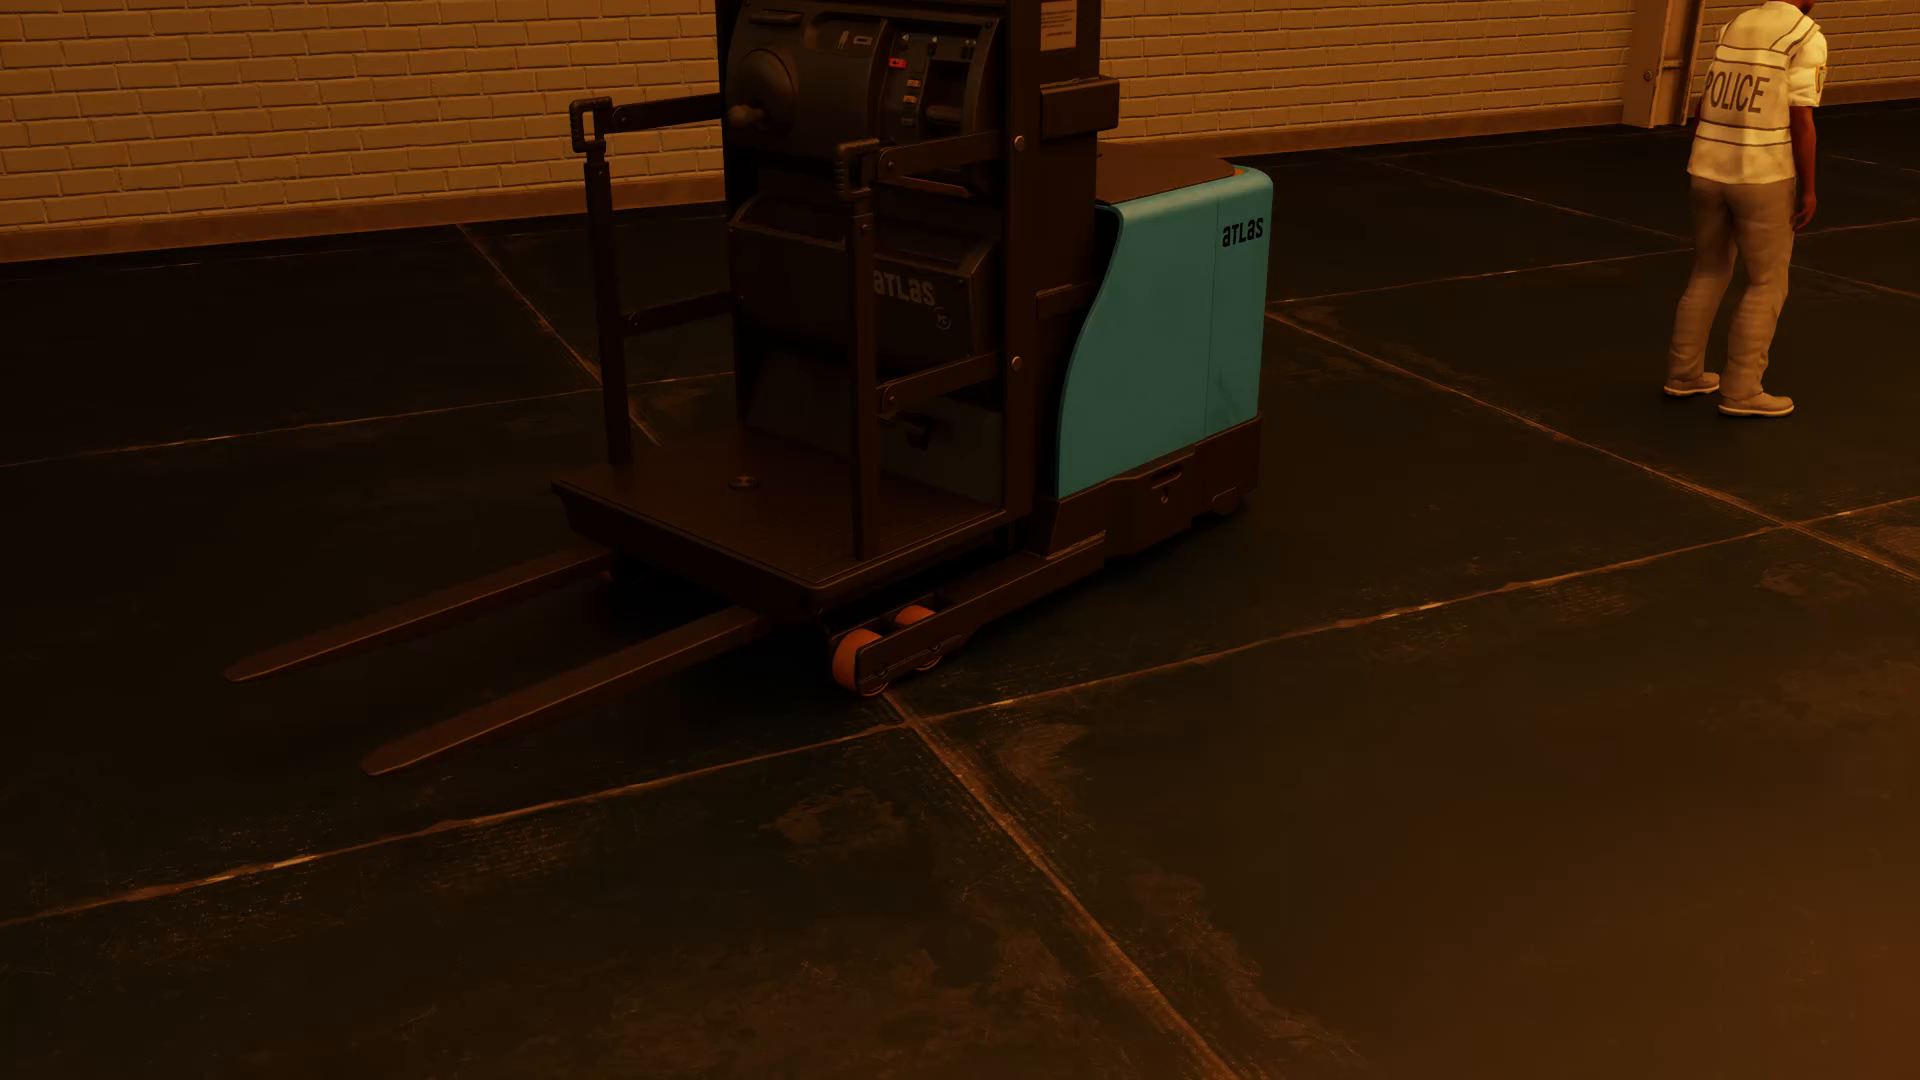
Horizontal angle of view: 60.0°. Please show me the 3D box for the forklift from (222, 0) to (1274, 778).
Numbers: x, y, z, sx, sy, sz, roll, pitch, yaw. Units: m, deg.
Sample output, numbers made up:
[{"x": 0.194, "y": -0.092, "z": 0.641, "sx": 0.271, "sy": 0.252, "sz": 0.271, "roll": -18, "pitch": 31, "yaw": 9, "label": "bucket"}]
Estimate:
[{"x": -0.413, "y": -1.182, "z": 4.131, "sx": 1.130, "sy": 2.935, "sz": 3.031, "roll": 19, "pitch": 29, "yaw": 39, "label": "forklift"}]

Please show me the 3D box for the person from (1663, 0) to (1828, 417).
[{"x": 2.894, "y": -1.302, "z": 6.079, "sx": 0.396, "sy": 1.661, "sz": 0.525, "roll": -11, "pitch": 25, "yaw": -24, "label": "person"}]
